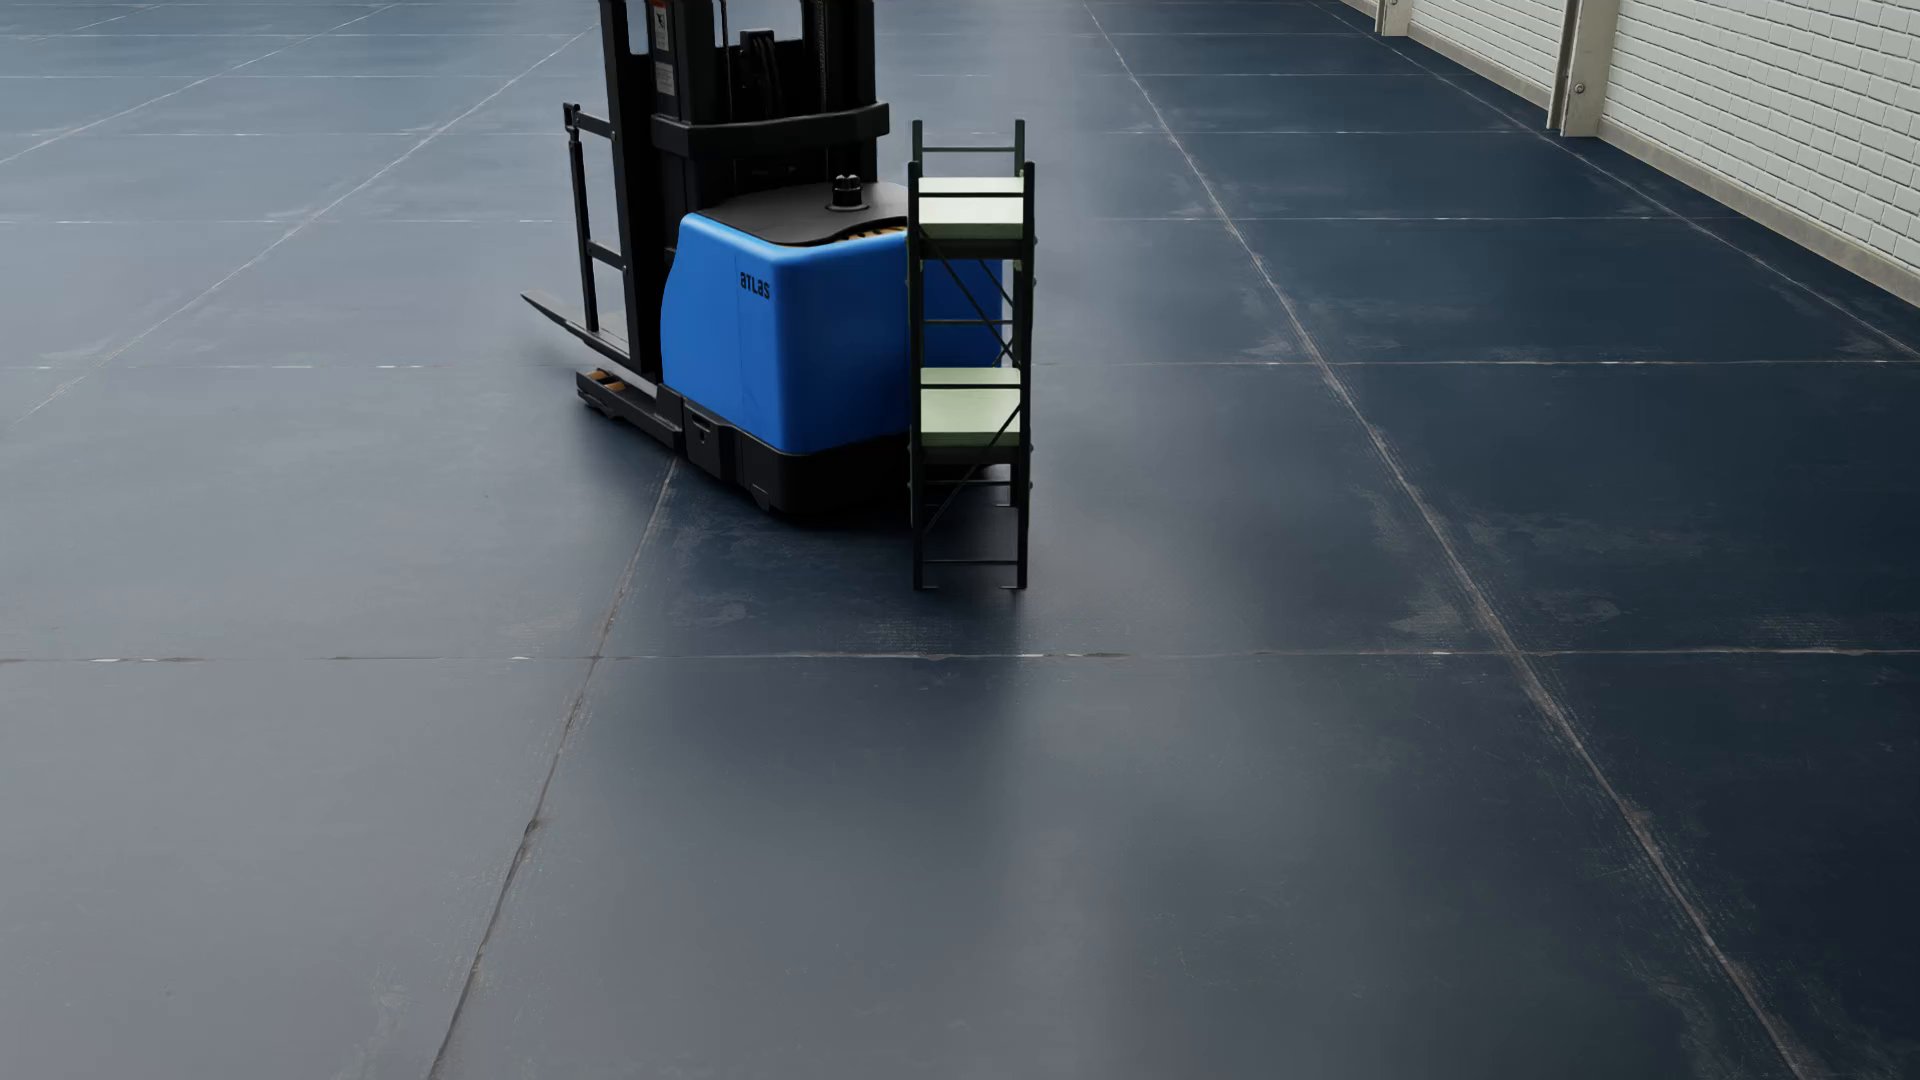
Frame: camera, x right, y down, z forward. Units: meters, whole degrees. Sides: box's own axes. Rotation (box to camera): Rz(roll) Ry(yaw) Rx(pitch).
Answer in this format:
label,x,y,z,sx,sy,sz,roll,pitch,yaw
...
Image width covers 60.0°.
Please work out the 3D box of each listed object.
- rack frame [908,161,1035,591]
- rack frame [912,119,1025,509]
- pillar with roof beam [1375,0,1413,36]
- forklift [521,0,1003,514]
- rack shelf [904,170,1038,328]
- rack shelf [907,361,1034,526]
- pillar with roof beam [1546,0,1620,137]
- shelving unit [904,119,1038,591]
label,x,y,z,sx,sy,sz,roll,pitch,yaw
rack frame,0.035,-0.510,5.557,0.400,1.500,0.023,0,24,0
rack frame,0.031,-0.811,6.224,0.400,1.500,0.023,0,24,0
pillar with roof beam,0.667,-9.908,17.238,9.100,9.000,0.400,0,24,-1
forklift,-1.090,-1.980,7.070,1.130,2.935,3.031,-17,29,-32
rack shelf,0.033,-1.016,5.730,0.431,0.370,0.720,0,24,0
rack shelf,0.033,-0.364,6.025,0.431,0.370,0.720,0,24,0
pillar with roof beam,0.733,-7.436,11.771,9.100,9.000,0.400,0,24,-1
shelving unit,0.033,-0.661,5.891,0.431,1.500,0.755,0,24,0
